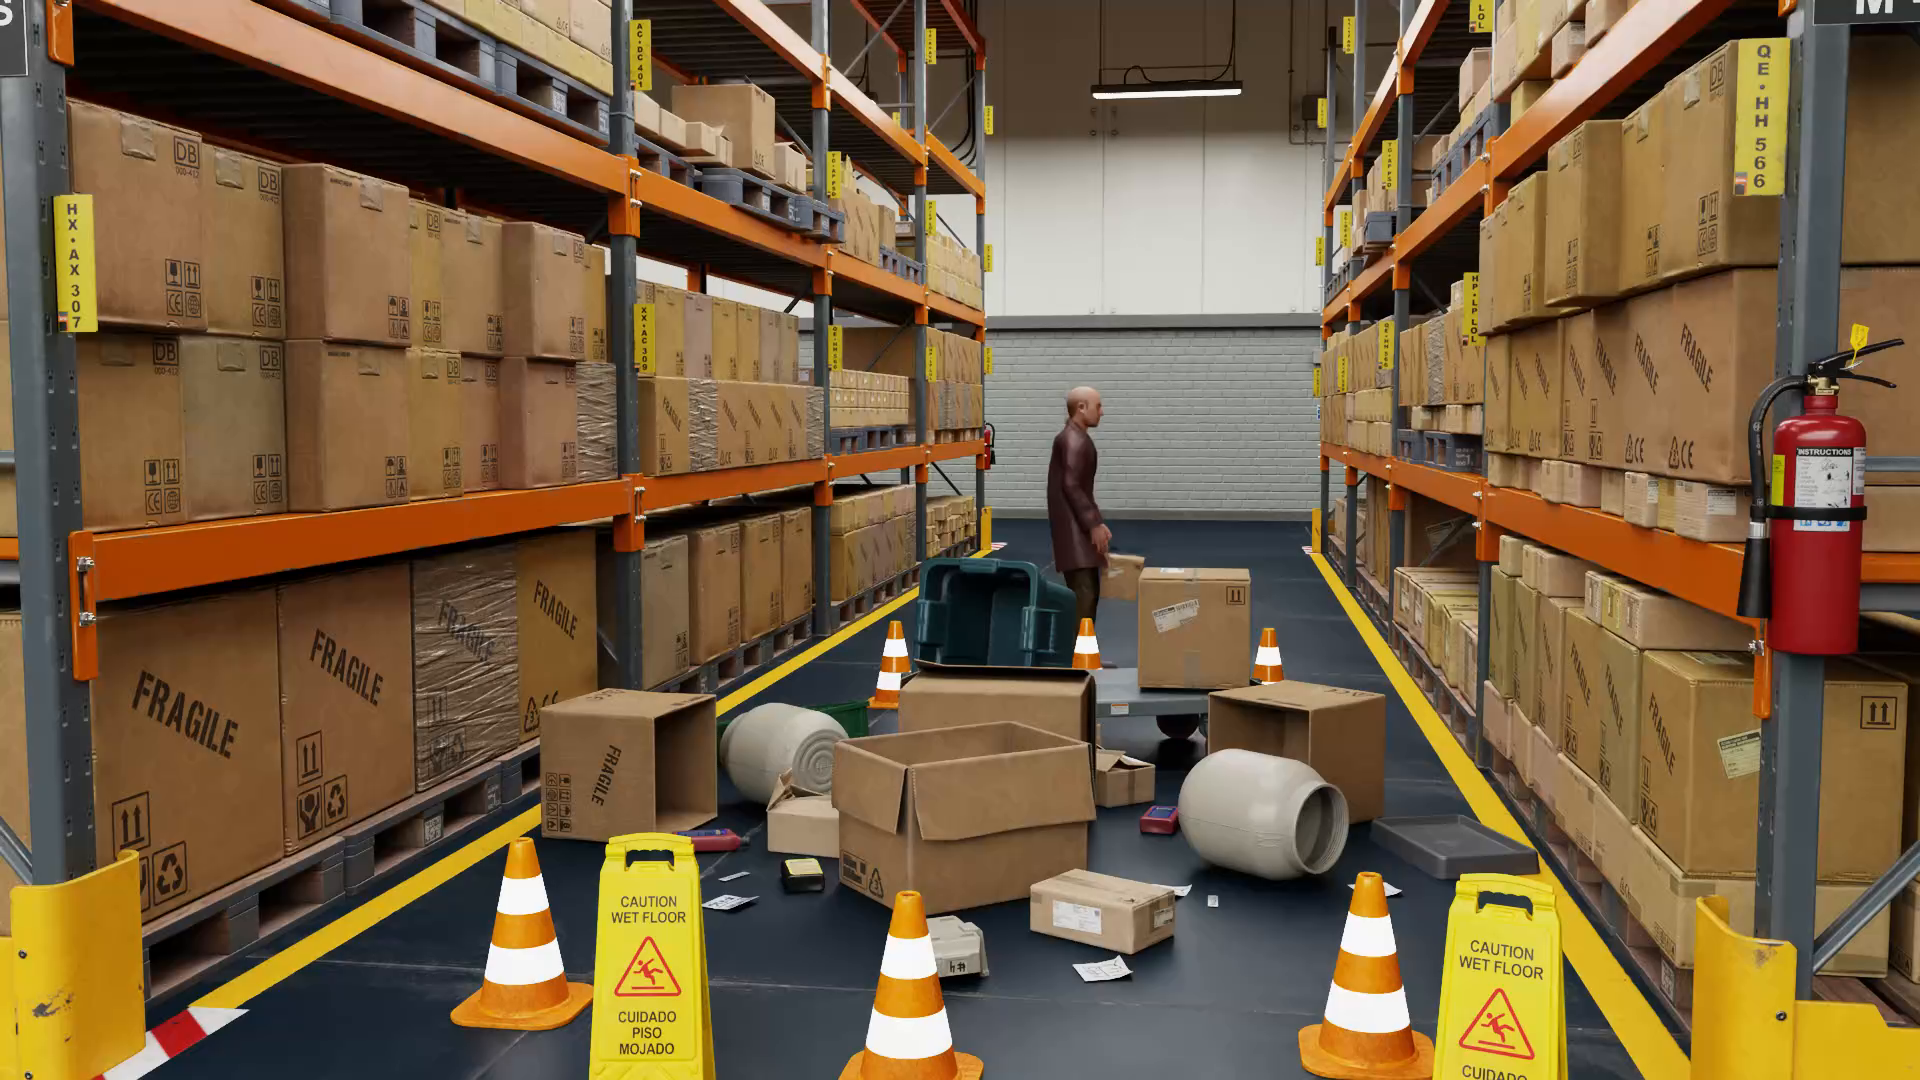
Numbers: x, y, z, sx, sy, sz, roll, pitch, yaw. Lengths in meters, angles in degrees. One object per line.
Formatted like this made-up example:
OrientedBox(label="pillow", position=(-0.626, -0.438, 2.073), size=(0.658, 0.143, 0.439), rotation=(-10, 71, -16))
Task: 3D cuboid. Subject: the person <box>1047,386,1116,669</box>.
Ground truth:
OrientedBox(label="person", position=(0.744, -0.047, 10.164), size=(0.424, 1.779, 0.587), rotation=(1, 4, 7))
